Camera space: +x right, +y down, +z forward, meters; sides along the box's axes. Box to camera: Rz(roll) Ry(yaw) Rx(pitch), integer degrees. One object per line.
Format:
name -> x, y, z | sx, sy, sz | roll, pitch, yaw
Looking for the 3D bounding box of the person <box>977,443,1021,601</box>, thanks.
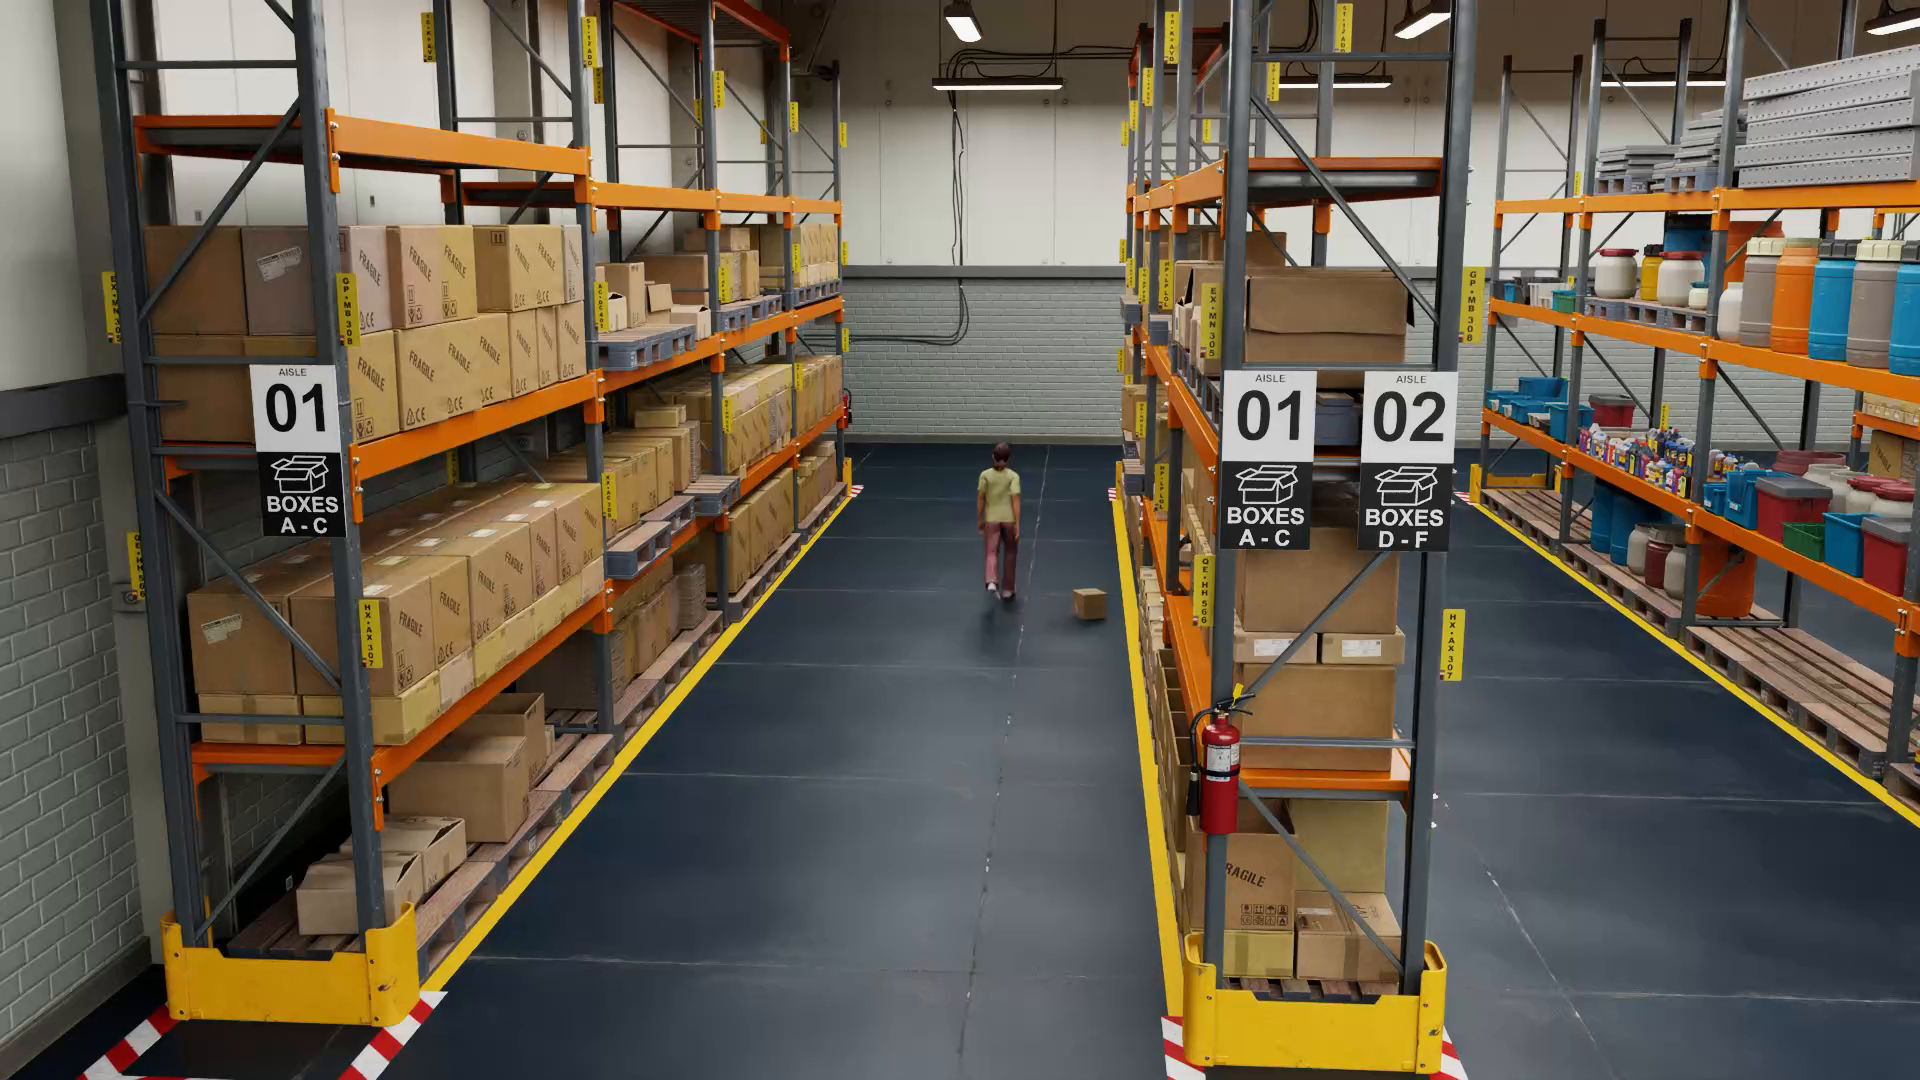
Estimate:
person -> 0.391, -0.171, 16.866 | 0.451, 1.619, 0.961 | 1, 11, 6
